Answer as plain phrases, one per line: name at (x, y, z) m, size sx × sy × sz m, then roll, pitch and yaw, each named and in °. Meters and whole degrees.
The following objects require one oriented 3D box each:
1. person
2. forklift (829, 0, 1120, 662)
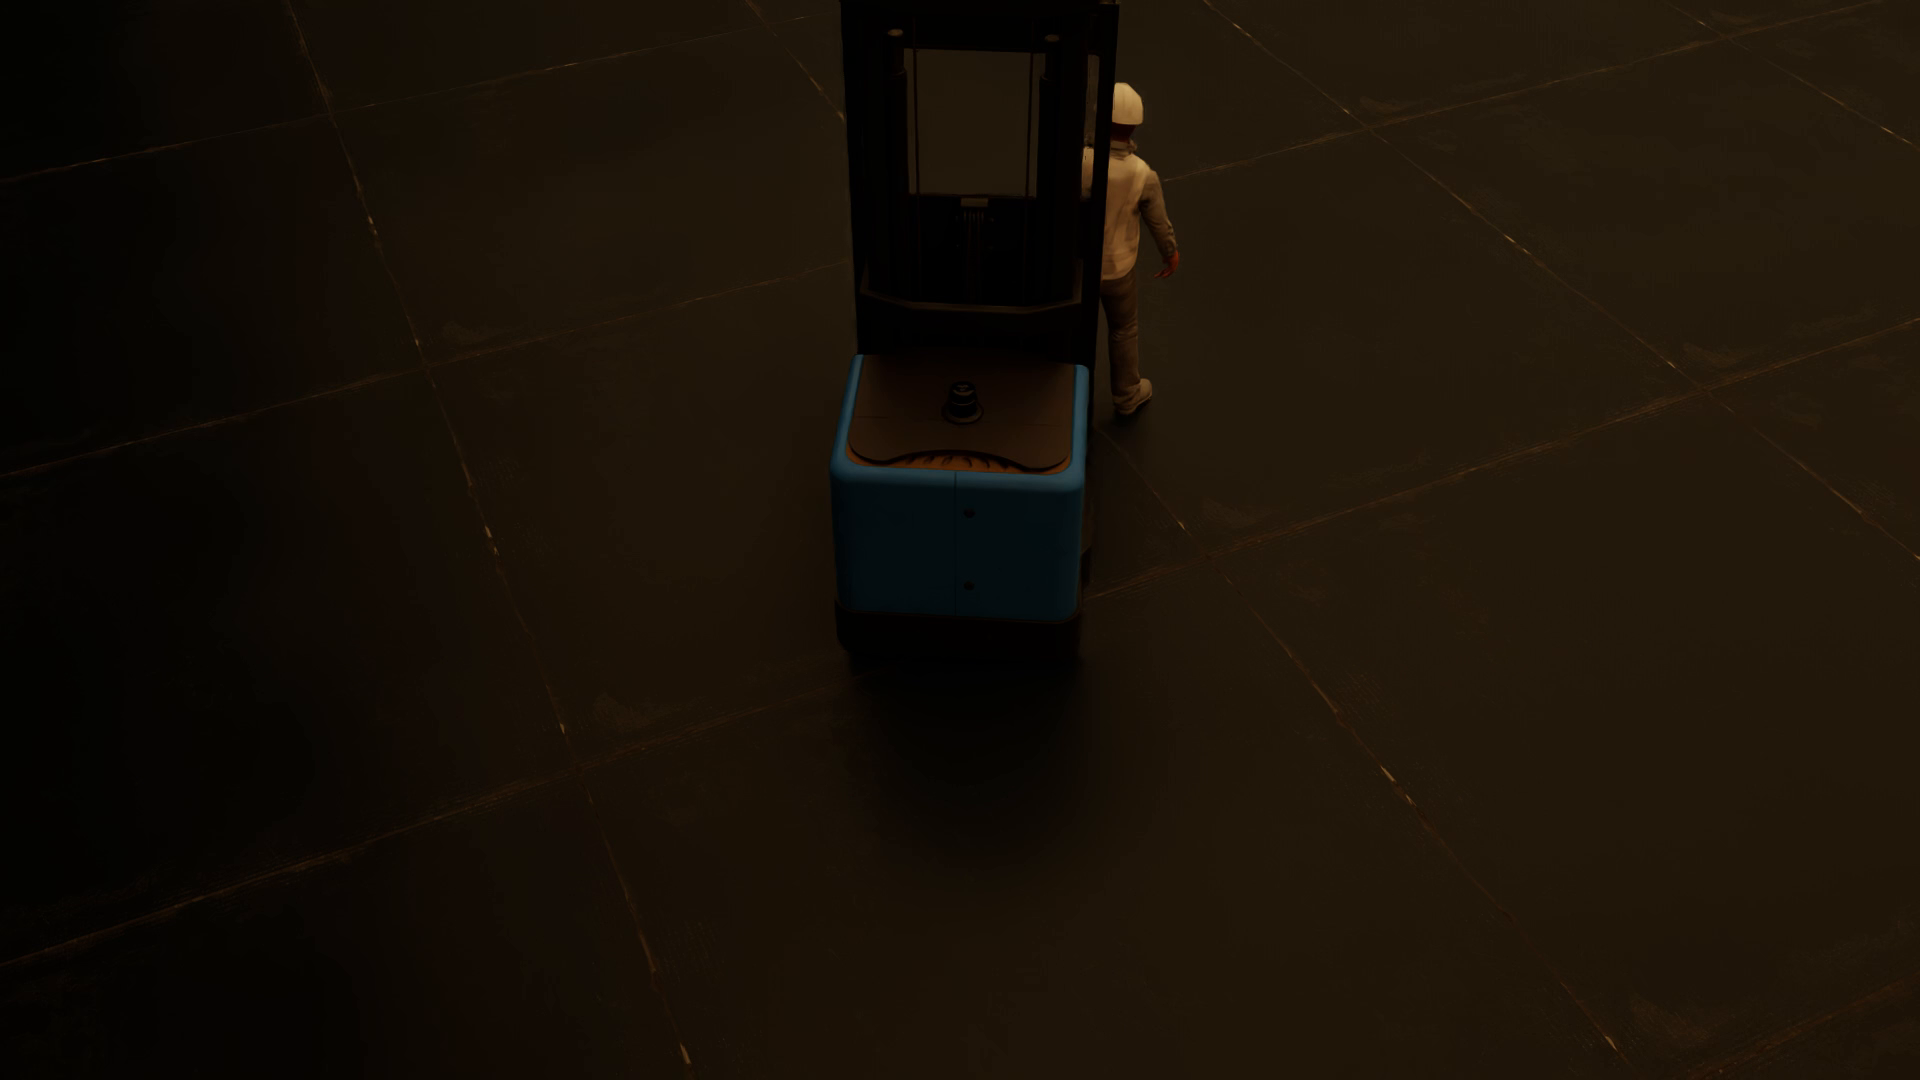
person at (0.658, -1.405, 8.055) m, size 0.811 × 1.748 × 0.520 m, roll 3°, pitch 43°, yaw 3°
forklift at (0.097, -1.544, 7.334) m, size 1.130 × 2.935 × 3.031 m, roll 3°, pitch 43°, yaw 3°
